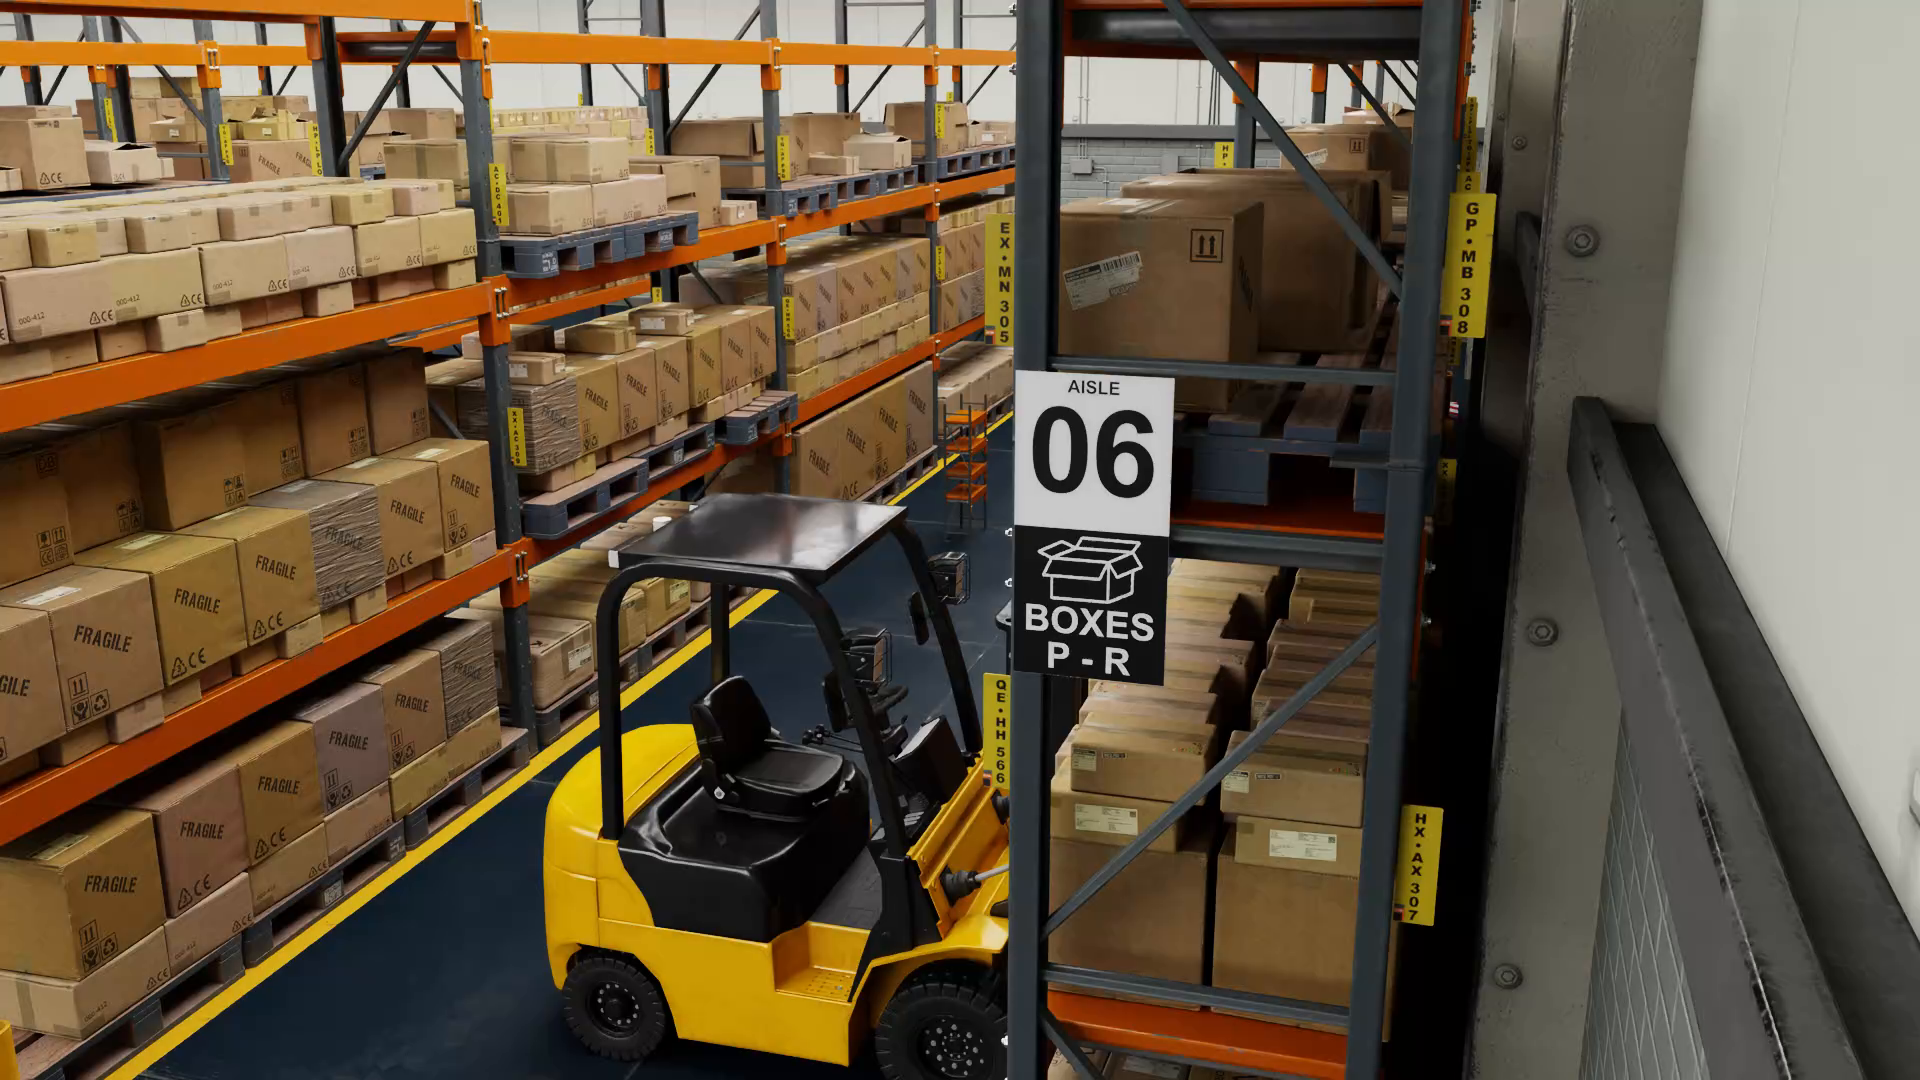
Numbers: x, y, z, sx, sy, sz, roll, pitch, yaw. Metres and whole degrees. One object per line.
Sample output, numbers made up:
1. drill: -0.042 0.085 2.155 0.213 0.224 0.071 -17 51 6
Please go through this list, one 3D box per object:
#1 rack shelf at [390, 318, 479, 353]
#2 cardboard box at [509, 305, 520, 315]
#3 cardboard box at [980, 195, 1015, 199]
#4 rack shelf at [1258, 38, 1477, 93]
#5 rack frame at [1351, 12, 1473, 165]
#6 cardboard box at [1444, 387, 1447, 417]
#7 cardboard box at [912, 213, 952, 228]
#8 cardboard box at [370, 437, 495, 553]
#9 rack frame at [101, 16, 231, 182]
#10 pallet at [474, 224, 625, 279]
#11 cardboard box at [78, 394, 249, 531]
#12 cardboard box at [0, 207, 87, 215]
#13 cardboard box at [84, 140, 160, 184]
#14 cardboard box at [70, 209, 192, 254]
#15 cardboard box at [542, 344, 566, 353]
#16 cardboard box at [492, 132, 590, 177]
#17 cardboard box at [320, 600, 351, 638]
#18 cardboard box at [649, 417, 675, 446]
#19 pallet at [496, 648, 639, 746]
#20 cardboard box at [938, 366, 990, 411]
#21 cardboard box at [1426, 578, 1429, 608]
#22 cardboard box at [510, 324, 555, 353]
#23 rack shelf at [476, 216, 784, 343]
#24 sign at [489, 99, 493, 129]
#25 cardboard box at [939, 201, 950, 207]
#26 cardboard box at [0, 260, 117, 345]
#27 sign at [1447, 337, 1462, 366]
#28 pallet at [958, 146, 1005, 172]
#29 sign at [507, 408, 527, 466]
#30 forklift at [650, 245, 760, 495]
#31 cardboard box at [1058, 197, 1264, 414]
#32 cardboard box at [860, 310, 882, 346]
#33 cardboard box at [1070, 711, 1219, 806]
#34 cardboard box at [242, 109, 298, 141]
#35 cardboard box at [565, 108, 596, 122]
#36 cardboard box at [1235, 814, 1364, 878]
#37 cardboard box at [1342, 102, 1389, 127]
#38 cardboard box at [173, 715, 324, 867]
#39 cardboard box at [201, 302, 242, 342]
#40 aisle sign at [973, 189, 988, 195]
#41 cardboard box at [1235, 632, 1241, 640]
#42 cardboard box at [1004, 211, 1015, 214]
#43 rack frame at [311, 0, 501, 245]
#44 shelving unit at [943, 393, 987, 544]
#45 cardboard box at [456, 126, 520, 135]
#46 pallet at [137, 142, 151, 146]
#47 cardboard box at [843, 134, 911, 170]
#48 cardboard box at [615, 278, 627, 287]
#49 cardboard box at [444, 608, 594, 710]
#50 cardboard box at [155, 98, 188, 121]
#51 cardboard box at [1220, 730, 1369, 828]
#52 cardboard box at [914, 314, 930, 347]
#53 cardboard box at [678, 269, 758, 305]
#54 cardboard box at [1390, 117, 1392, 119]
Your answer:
1. rack shelf: -6.066 -1.780 16.425 1.077 0.370 4.000 5 16 16
2. cardboard box: -5.103 -2.577 18.378 0.380 0.149 0.250 5 17 18
3. cardboard box: 0.455 -4.002 19.736 0.380 0.149 0.250 5 17 17
4. rack shelf: 2.332 -2.686 9.358 1.077 0.370 4.000 5 16 16
5. rack frame: 4.037 -4.794 14.740 1.000 3.000 0.127 5 16 16
6. cardboard box: 3.039 -0.891 11.331 0.500 0.250 0.500 5 17 17
7. cardboard box: -0.295 -3.334 17.382 0.380 0.149 0.250 4 16 15
8. cardboard box: -2.884 -0.254 9.001 0.500 0.500 0.500 4 16 14
9. rack frame: -6.634 -4.489 13.664 1.000 3.000 0.127 5 16 16
10. pallet: -2.719 -1.705 9.689 1.213 0.211 1.003 5 16 16
11. cardboard box: -3.725 -0.368 7.569 0.700 0.500 0.500 5 16 16
12. cardboard box: -3.858 -1.294 6.898 0.380 0.149 0.250 4 16 14
13. cardboard box: -6.644 -2.956 12.968 0.500 0.311 0.500 5 16 16
14. cardboard box: -3.376 -1.257 6.767 0.380 0.149 0.250 5 17 17
15. cardboard box: -2.793 -0.995 10.842 0.500 0.500 0.500 5 17 18
16. cardboard box: -2.685 -2.442 10.535 0.500 0.250 0.500 5 17 17
17. cardboard box: -3.182 0.361 8.021 0.380 0.149 0.250 4 16 15
18. cardboard box: -2.139 -0.739 11.128 0.380 0.149 0.250 5 17 18
19. pallet: -2.776 0.939 10.632 1.003 0.211 1.213 5 16 16
20. cardboard box: -0.188 -1.651 18.580 0.875 0.438 0.875 4 16 14
21. cardboard box: 1.895 0.276 7.677 0.500 0.500 0.500 5 16 16
22. cardboard box: -2.843 -1.297 10.719 0.380 0.149 0.250 4 16 13
23. rack shelf: -2.428 -1.819 11.066 1.077 0.370 4.000 5 16 16
24. sign: -4.964 -4.488 17.490 0.100 0.325 0.005 5 16 16
25. cardboard box: -0.335 -3.770 18.918 0.380 0.149 0.250 5 17 16
26. cardboard box: -3.582 -0.908 6.267 0.500 0.250 0.500 4 16 15
27. sign: 3.434 -1.376 11.562 0.100 0.325 0.005 5 16 16
28. pallet: -0.132 -4.223 18.388 1.003 0.211 1.213 5 16 16
29. sign: -2.474 -0.575 9.273 0.100 0.325 0.005 5 16 16
30. forklift: -2.567 -2.016 16.064 1.130 2.935 3.031 5 16 16
31. cardboard box: 0.519 -0.644 4.471 0.500 0.500 0.500 5 17 18
32. cardboard box: -1.021 -1.923 14.971 0.500 0.250 0.500 5 17 17
33. cardboard box: 0.527 0.618 4.735 0.380 0.149 0.250 5 16 16
34. cardboard box: -6.108 -3.681 14.728 0.396 0.266 0.258 5 16 16
35. cardboard box: -4.568 -5.056 19.790 0.380 0.149 0.250 5 17 17
36. cardboard box: 0.972 0.803 4.629 0.380 0.149 0.250 4 16 14
37. cardboard box: 3.617 -3.771 14.833 0.396 0.266 0.258 4 16 15
38. cardboard box: -3.338 1.144 7.693 0.500 0.500 0.500 5 17 17
39. cardboard box: -3.328 -0.946 7.133 0.380 0.149 0.250 4 16 14
40. aisle sign: 0.156 -4.630 20.392 0.394 0.787 0.004 5 16 16
41. cardboard box: 0.798 0.422 5.974 0.380 0.149 0.250 5 17 16
42. cardboard box: 0.385 -3.584 19.451 0.500 0.500 0.500 5 16 16
43. rack frame: -2.996 -3.085 8.714 1.000 3.000 0.127 5 16 16
44. shelving unit: 0.047 -0.621 14.318 0.258 1.200 0.503 5 16 16
45. cardboard box: -5.131 -4.368 18.093 0.500 0.250 0.500 5 17 18
46. pallet: -9.982 -4.674 19.976 1.003 0.211 1.213 5 16 16
47. cardboard box: -0.772 -3.647 15.587 0.500 0.311 0.500 5 16 16
48. cardboard box: -4.396 -3.270 20.822 0.380 0.149 0.250 5 17 17
49. cardboard box: -2.850 0.726 10.319 0.950 0.372 0.625 5 17 17
50. cardboard box: -9.902 -5.151 20.361 0.700 0.500 0.500 6 17 19
51. cardboard box: 0.927 0.657 4.598 0.380 0.149 0.250 4 16 15
52. cardboard box: -0.609 -2.083 16.450 0.500 0.250 0.500 4 16 15
53. cardboard box: -1.963 -1.930 13.621 0.500 0.500 0.500 4 16 14
54. cardboard box: 4.086 -3.946 16.062 0.500 0.250 0.500 4 16 15
